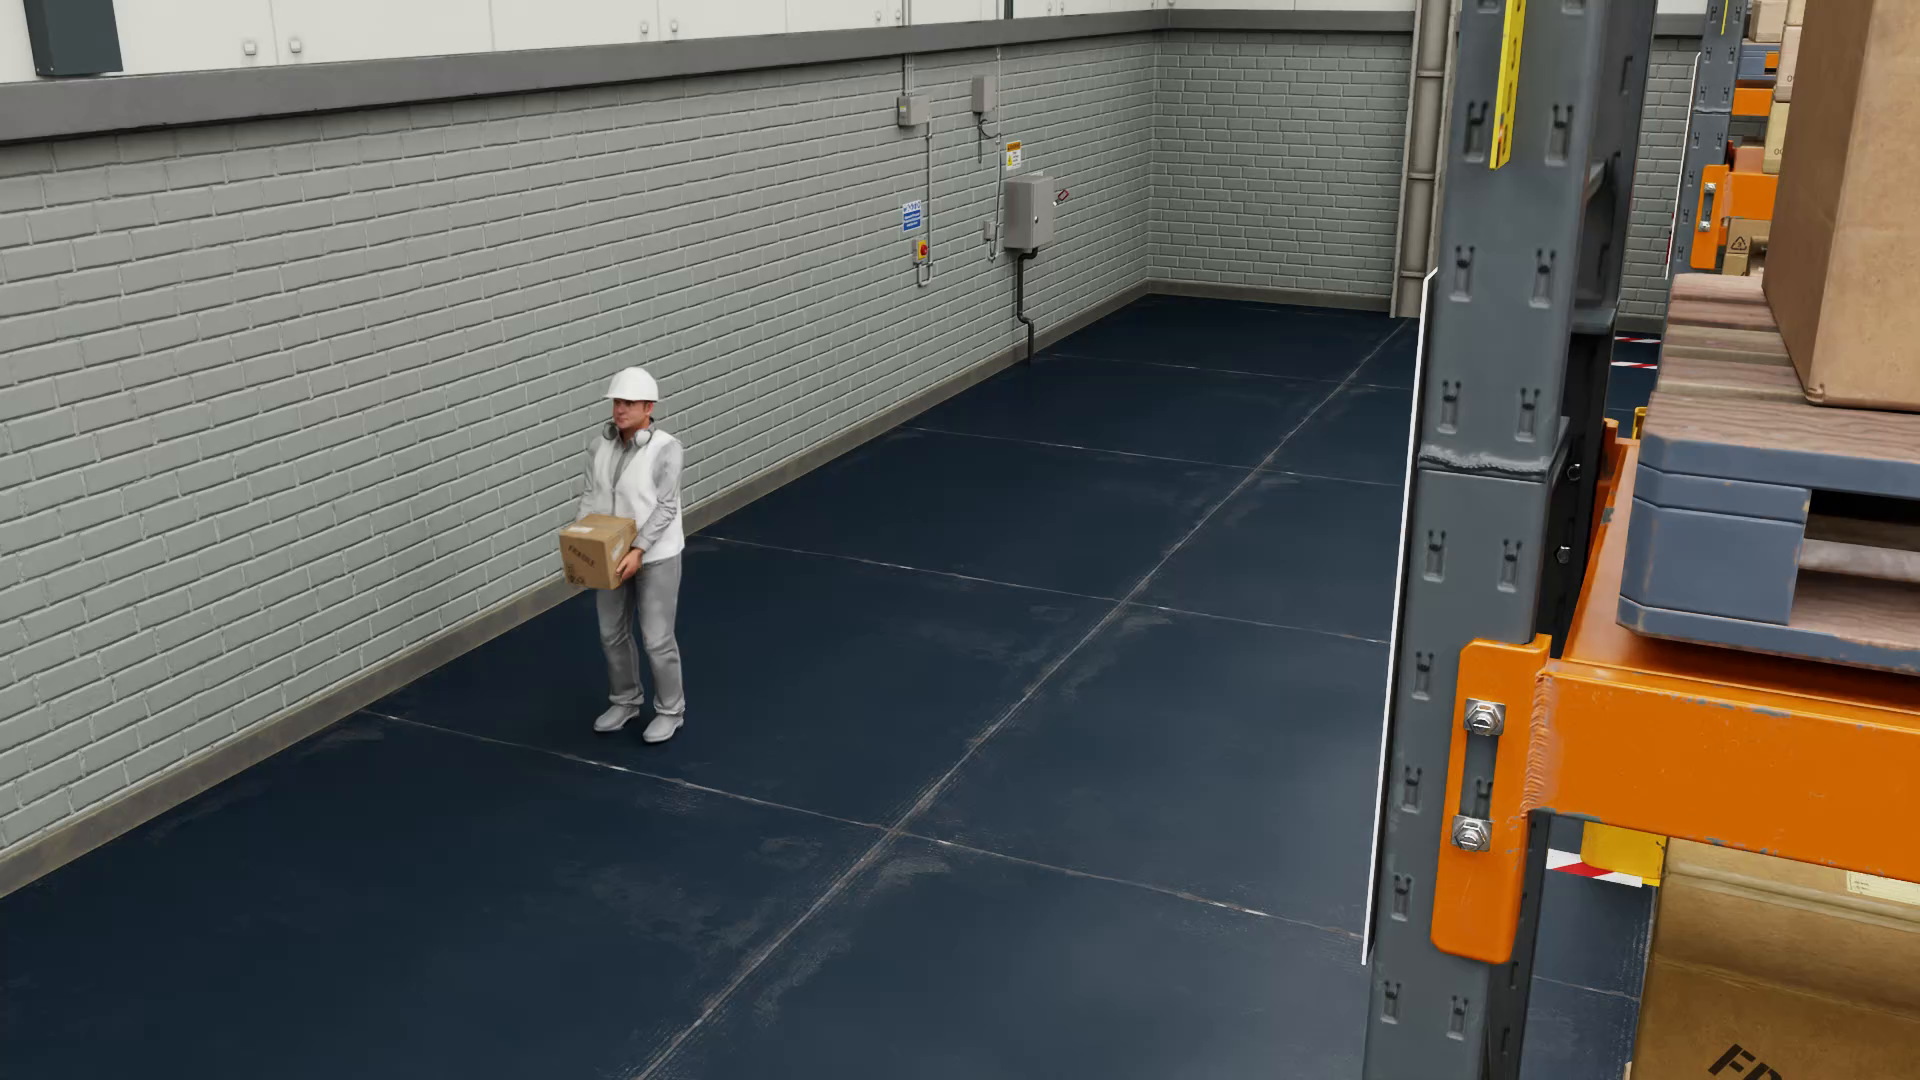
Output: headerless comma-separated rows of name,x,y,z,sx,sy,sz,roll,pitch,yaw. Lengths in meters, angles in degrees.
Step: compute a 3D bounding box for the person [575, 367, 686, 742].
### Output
person,-1.552,0.090,7.756,0.512,1.775,0.542,8,21,23
